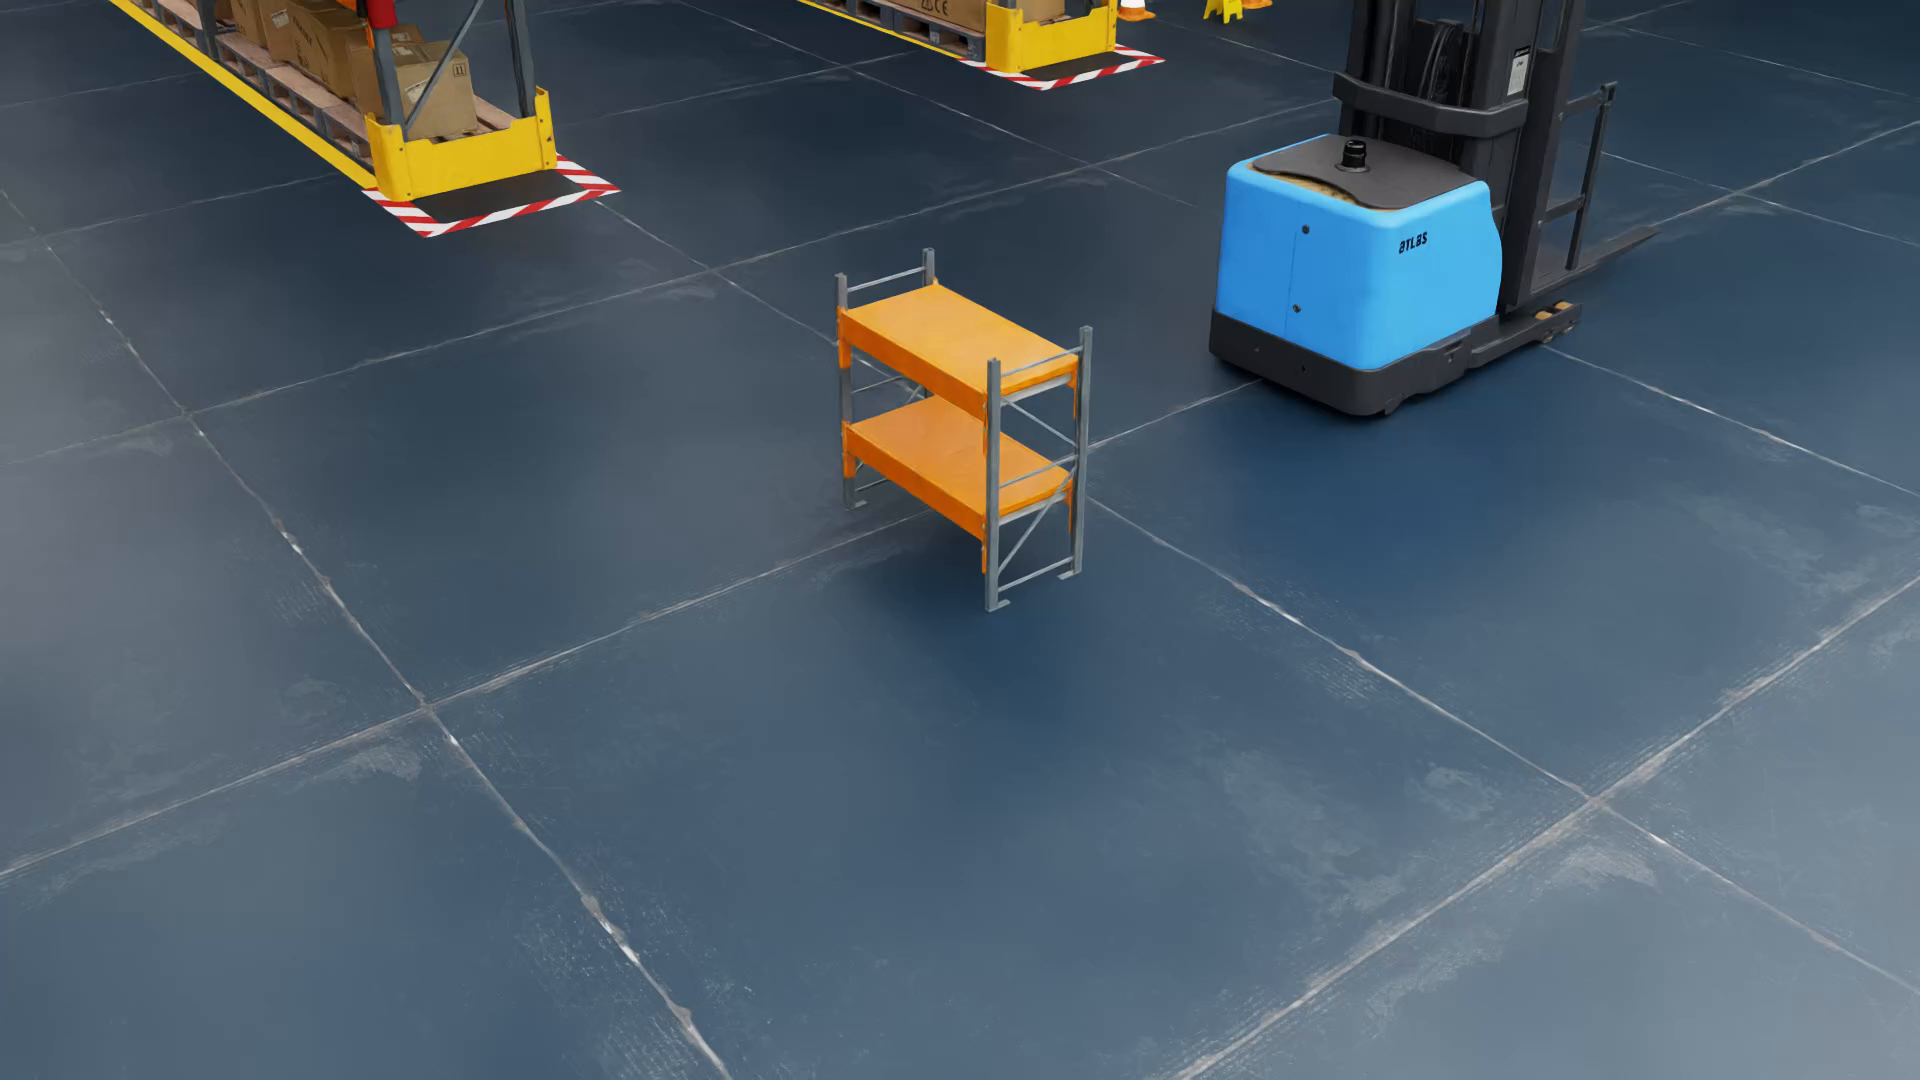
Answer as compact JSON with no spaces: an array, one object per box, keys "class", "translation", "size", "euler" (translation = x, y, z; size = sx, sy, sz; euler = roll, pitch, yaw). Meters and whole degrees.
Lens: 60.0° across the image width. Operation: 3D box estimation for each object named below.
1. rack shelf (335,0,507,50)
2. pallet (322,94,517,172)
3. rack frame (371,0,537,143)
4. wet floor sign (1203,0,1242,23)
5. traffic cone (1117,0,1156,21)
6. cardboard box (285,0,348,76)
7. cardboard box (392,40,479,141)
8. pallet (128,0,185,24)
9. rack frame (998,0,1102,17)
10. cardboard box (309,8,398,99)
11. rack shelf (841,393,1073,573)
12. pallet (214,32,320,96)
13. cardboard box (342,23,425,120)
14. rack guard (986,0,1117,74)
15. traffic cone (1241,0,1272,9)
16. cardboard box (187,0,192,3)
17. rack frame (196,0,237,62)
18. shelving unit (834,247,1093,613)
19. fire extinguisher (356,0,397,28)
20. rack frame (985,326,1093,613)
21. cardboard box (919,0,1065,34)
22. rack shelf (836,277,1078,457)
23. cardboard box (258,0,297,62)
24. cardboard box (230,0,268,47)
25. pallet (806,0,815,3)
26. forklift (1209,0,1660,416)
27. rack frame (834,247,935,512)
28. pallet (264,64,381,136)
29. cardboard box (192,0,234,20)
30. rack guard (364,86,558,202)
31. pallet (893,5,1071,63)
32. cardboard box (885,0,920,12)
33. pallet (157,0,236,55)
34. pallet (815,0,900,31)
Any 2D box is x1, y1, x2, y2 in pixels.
[{"class":"rack shelf","translation":[-4.473,-4.206,11.860],"size":[1.077,0.370,4.000],"euler":[-22,38,-31]},{"class":"pallet","translation":[-3.764,-2.875,11.679],"size":[1.003,0.211,1.213],"euler":[-22,38,-31]},{"class":"rack frame","translation":[-3.247,-3.678,10.328],"size":[1.000,3.000,0.127],"euler":[-22,38,-31]},{"class":"wet floor sign","translation":[2.315,-4.869,14.477],"size":[0.232,0.644,0.267],"euler":[26,40,35]},{"class":"traffic cone","translation":[1.529,-4.843,14.610],"size":[0.336,0.463,0.334],"euler":[-22,38,-31]},{"class":"cardboard box","translation":[-4.686,-3.812,12.516],"size":[0.500,0.500,0.500],"euler":[-26,40,-35]},{"class":"cardboard box","translation":[-3.617,-3.060,11.305],"size":[0.500,0.500,0.500],"euler":[-15,35,-23]},{"class":"pallet","translation":[-6.931,-4.993,15.089],"size":[1.003,0.211,1.213],"euler":[-22,38,-31]},{"class":"rack frame","translation":[0.733,-5.240,12.844],"size":[1.000,3.000,0.127],"euler":[-22,38,-31]},{"class":"cardboard box","translation":[-4.379,-3.565,12.118],"size":[0.500,0.500,0.500],"euler":[-19,36,-27]},{"class":"rack shelf","translation":[-0.004,-0.273,7.087],"size":[0.538,0.278,1.000],"euler":[-22,38,-31]},{"class":"pallet","translation":[-5.260,-3.892,13.316],"size":[1.003,0.211,1.213],"euler":[-22,38,-31]},{"class":"cardboard box","translation":[-4.010,-3.298,11.688],"size":[0.500,0.500,0.500],"euler":[-12,34,-19]},{"class":"rack guard","translation":[0.748,-4.168,13.488],"size":[1.175,0.500,0.348],"euler":[-22,38,-31]},{"class":"traffic cone","translation":[2.630,-5.067,14.970],"size":[0.336,0.463,0.334],"euler":[-22,38,-31]},{"class":"cardboard box","translation":[-6.337,-4.938,14.309],"size":[0.700,0.500,0.500],"euler":[-23,38,-32]},{"class":"rack frame","translation":[-5.700,-5.345,13.012],"size":[1.000,3.000,0.127],"euler":[-22,38,-31]},{"class":"shelving unit","translation":[-0.004,-0.481,6.958],"size":[0.538,1.125,1.048],"euler":[-22,38,-31]},{"class":"fire extinguisher","translation":[-3.541,-3.448,10.032],"size":[0.296,0.674,0.183],"euler":[-22,38,-31]},{"class":"rack frame","translation":[0.308,-0.269,6.617],"size":[0.500,1.125,0.032],"euler":[-22,38,-31]},{"class":"cardboard box","translation":[0.265,-4.777,13.715],"size":[0.875,0.875,0.875],"euler":[-22,38,-31]},{"class":"rack shelf","translation":[-0.004,-0.729,6.803],"size":[0.538,0.278,1.000],"euler":[-22,38,-31]},{"class":"cardboard box","translation":[-5.129,-4.045,12.892],"size":[0.500,0.500,0.500],"euler":[-11,33,-16]},{"class":"cardboard box","translation":[-5.486,-4.282,13.272],"size":[0.500,0.500,0.500],"euler":[-24,39,-33]},{"class":"pallet","translation":[-1.315,-5.381,15.713],"size":[1.003,0.211,1.213],"euler":[-22,38,-31]},{"class":"forklift","translation":[2.749,-2.496,8.491],"size":[3.031,2.935,1.130],"euler":[-24,39,-34]},{"class":"rack frame","translation":[-0.316,-0.693,7.299],"size":[0.500,1.125,0.032],"euler":[-22,38,-31]},{"class":"pallet","translation":[-4.508,-3.383,12.497],"size":[1.003,0.211,1.213],"euler":[-22,38,-31]},{"class":"cardboard box","translation":[-6.059,-4.733,13.979],"size":[0.700,0.500,0.500],"euler":[-26,40,-35]},{"class":"rack guard","translation":[-3.294,-2.648,11.039],"size":[1.175,0.500,0.348],"euler":[-22,38,-31]},{"class":"pallet","translation":[0.181,-4.364,14.076],"size":[1.003,0.211,1.213],"euler":[-22,38,-31]},{"class":"cardboard box","translation":[-0.276,-5.143,14.304],"size":[0.875,0.875,0.875],"euler":[-23,39,-32]},{"class":"pallet","translation":[-6.178,-4.484,14.270],"size":[1.003,0.211,1.213],"euler":[-22,38,-31]},{"class":"pallet","translation":[-0.563,-4.872,14.894],"size":[1.003,0.211,1.213],"euler":[-22,38,-31]}]
